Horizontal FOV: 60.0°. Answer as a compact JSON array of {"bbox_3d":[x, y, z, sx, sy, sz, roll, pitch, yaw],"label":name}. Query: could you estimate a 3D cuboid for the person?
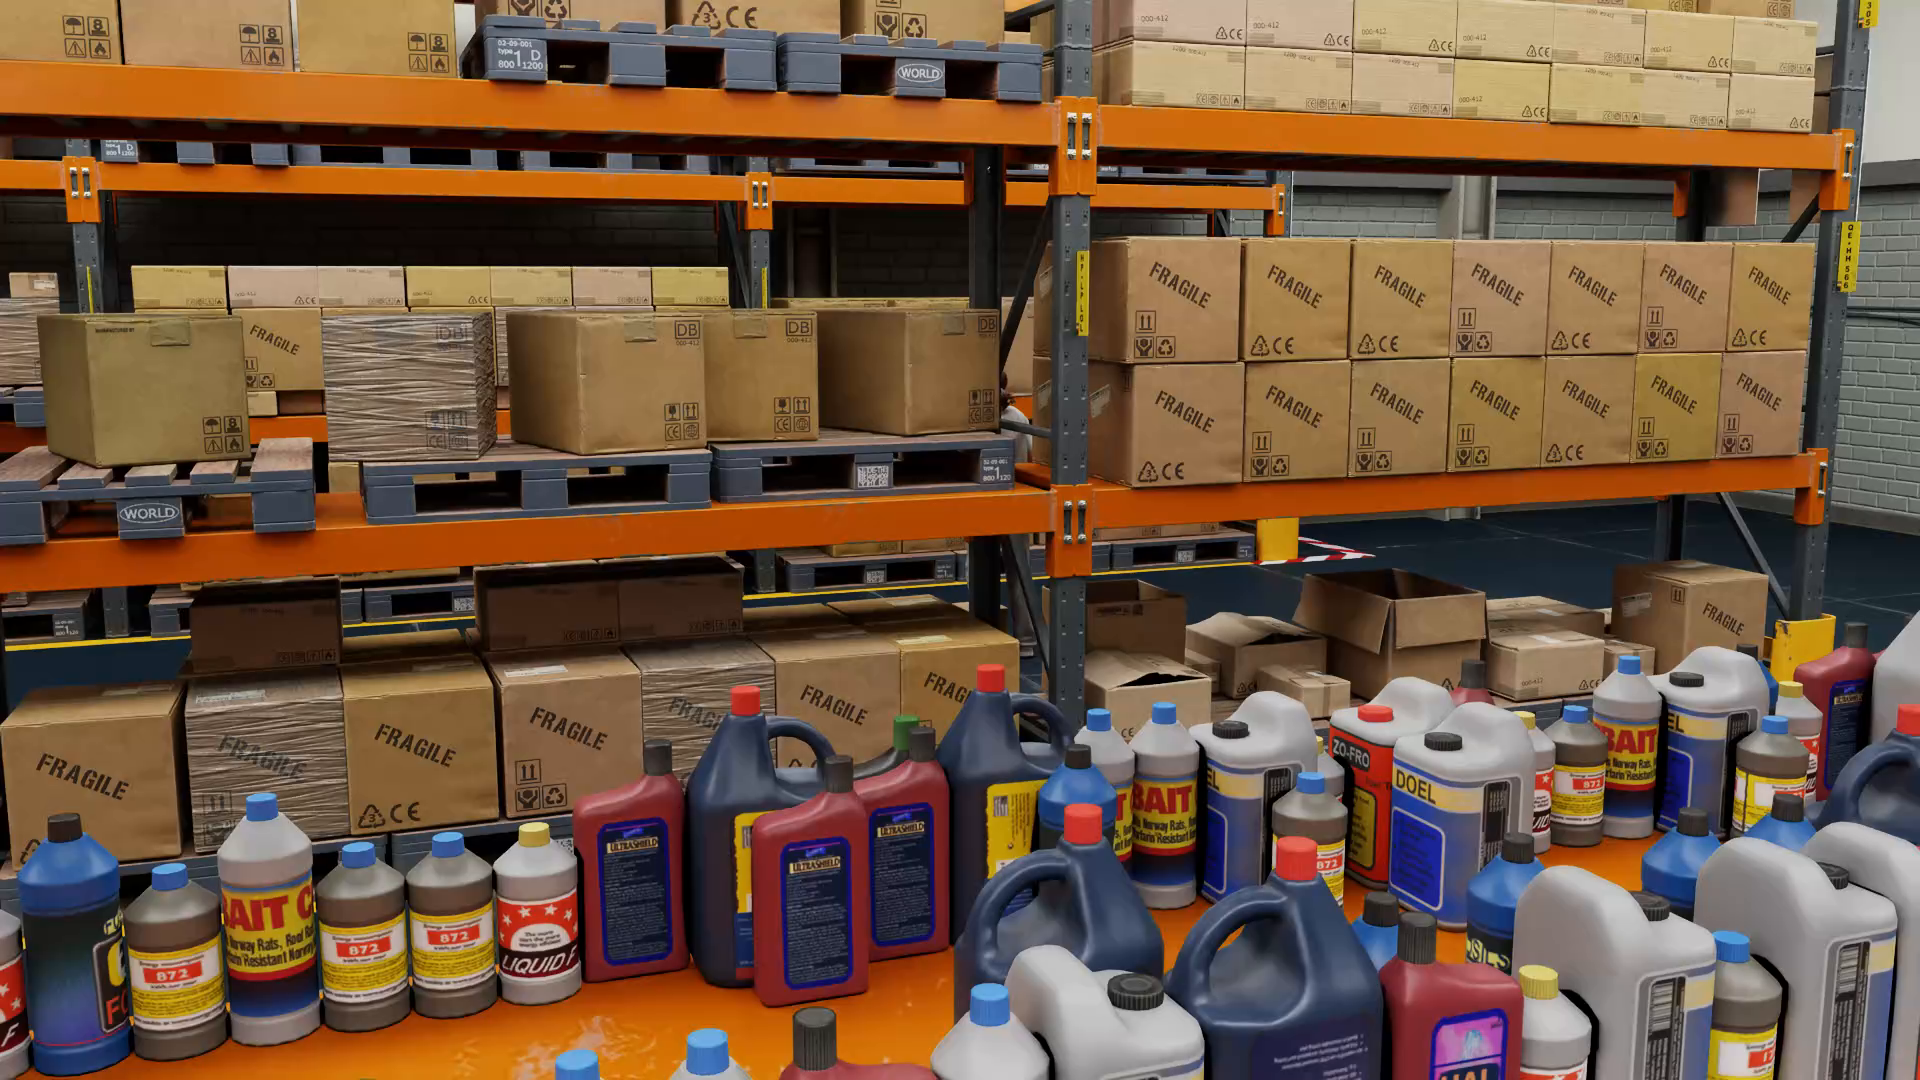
[{"bbox_3d":[0.212,-0.150,9.394,0.508,1.649,0.354,-4,10,-23],"label":"person"}]
